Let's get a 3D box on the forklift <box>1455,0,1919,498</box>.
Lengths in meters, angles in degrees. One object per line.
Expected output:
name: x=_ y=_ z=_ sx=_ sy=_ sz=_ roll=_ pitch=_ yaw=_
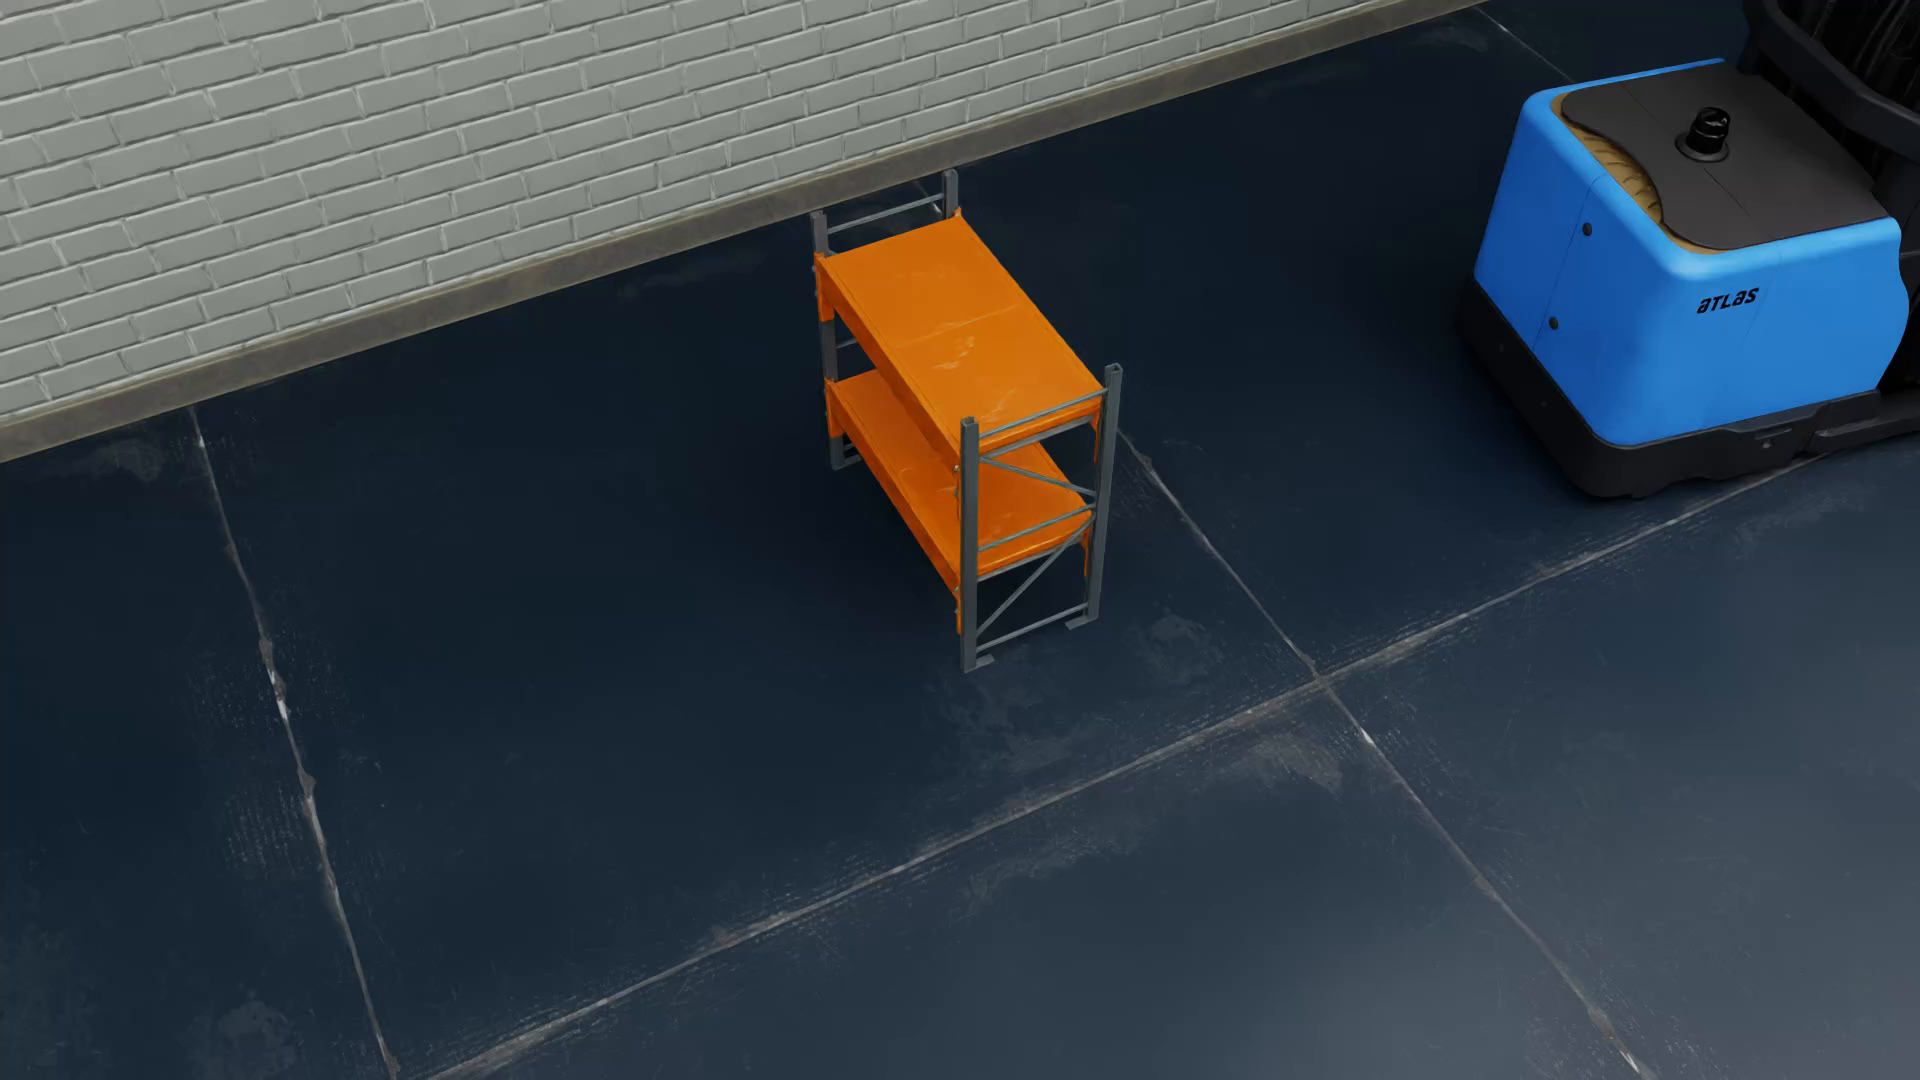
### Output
forklift: x=3.476 y=-1.753 z=5.336 sx=3.031 sy=2.935 sz=1.130 roll=-13 pitch=50 yaw=-11

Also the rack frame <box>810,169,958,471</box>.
rack frame: x=-0.236 y=-0.715 z=5.628 sx=0.500 sy=1.125 sz=0.032 roll=-21 pitch=52 yaw=-18

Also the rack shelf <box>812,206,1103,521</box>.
rack shelf: x=-0.003 y=-0.568 z=5.110 sx=0.538 sy=0.278 sz=1.000 roll=-21 pitch=52 yaw=-18

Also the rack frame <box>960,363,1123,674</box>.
rack frame: x=0.230 y=-0.035 z=5.033 sx=0.500 sy=1.125 sz=0.032 roll=-21 pitch=52 yaw=-18

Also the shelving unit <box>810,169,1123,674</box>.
shelving unit: x=-0.003 y=-0.375 z=5.331 sx=0.538 sy=1.125 sz=1.048 roll=-21 pitch=52 yaw=-18

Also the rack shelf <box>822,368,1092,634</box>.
rack shelf: x=-0.003 y=-0.214 z=5.515 sx=0.538 sy=0.278 sz=1.000 roll=-21 pitch=52 yaw=-18
